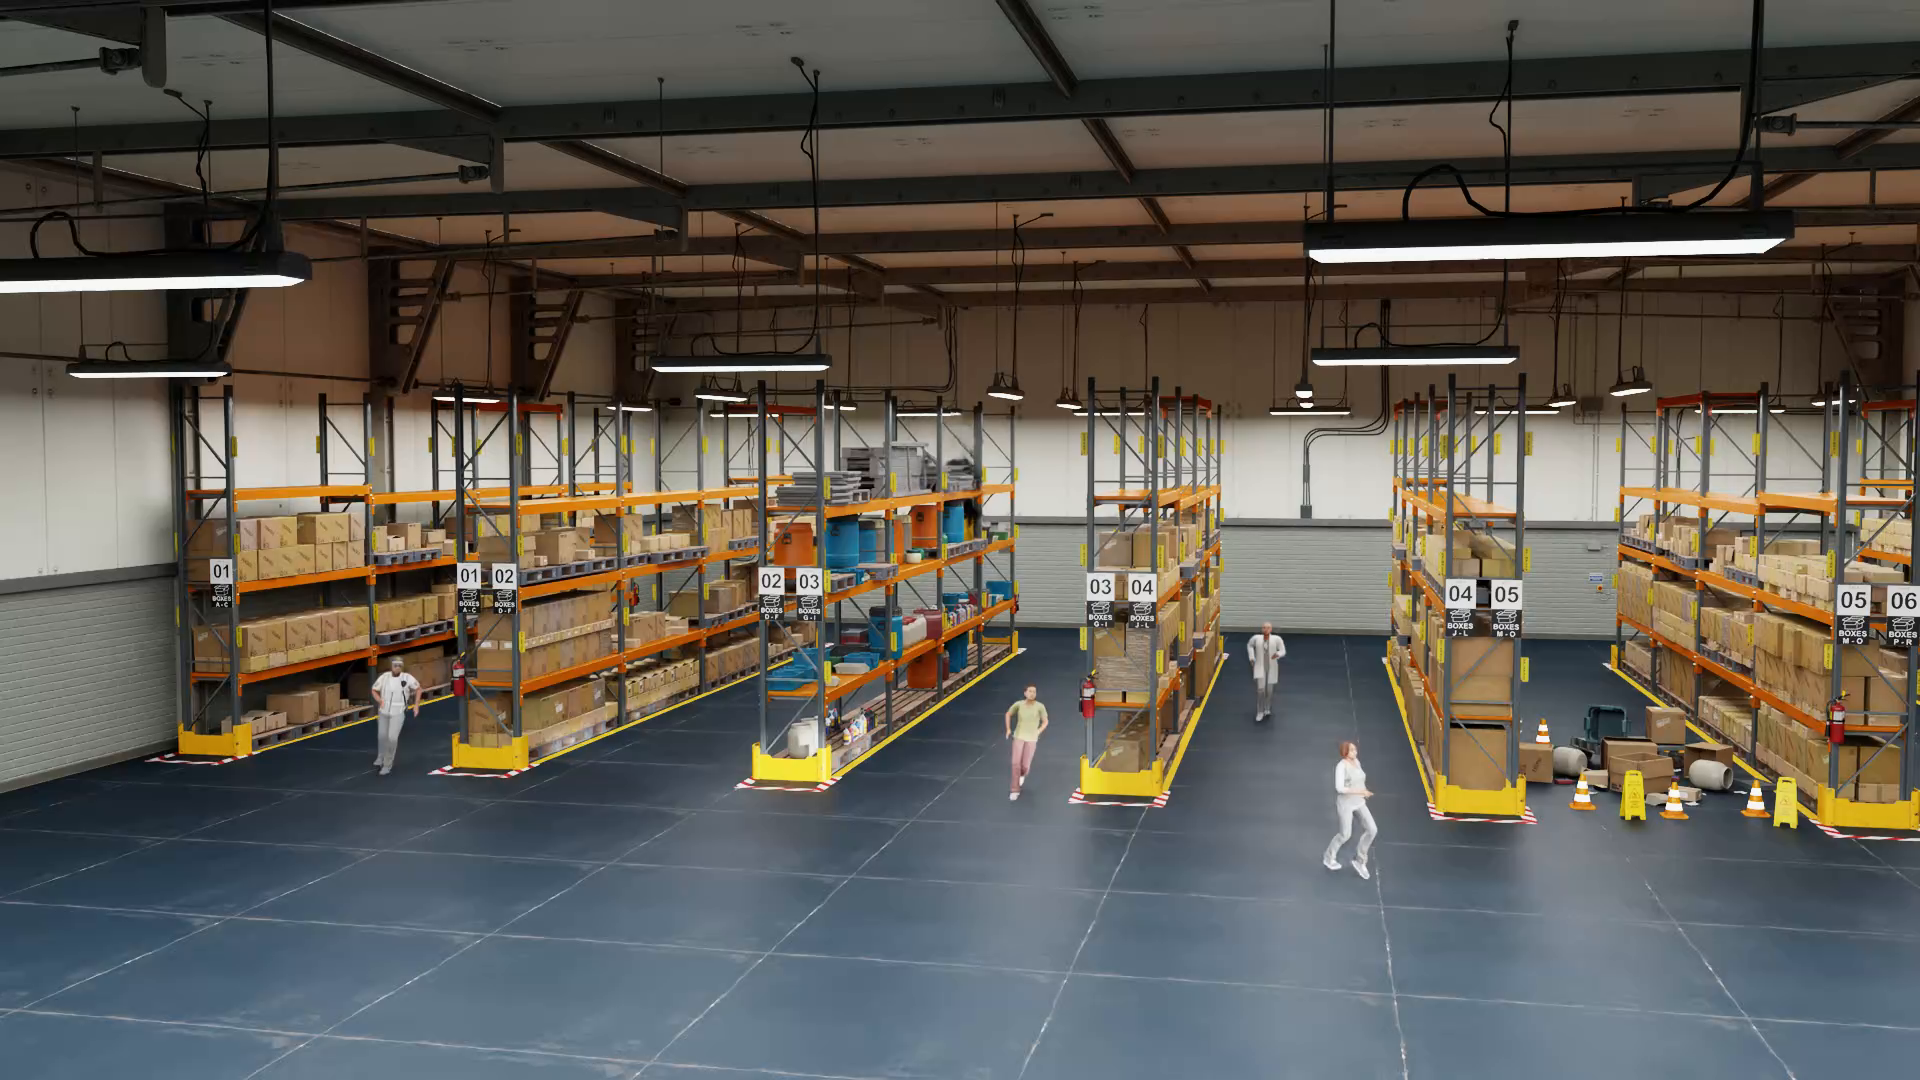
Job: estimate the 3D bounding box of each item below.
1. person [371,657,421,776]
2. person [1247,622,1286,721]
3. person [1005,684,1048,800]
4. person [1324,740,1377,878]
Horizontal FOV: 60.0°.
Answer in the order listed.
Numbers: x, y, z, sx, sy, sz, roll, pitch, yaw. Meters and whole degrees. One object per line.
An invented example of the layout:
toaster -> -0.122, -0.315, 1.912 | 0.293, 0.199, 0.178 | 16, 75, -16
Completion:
person -> -8.745, 2.693, 25.706 | 0.750, 1.814, 0.800 | 0, 3, -5
person -> 5.639, 2.420, 30.573 | 0.688, 1.839, 0.836 | 0, 3, 6
person -> 0.958, 2.868, 23.886 | 0.619, 1.642, 0.736 | 0, 3, 4
person -> 4.568, 3.133, 19.435 | 0.546, 1.609, 0.690 | -2, 4, -37
